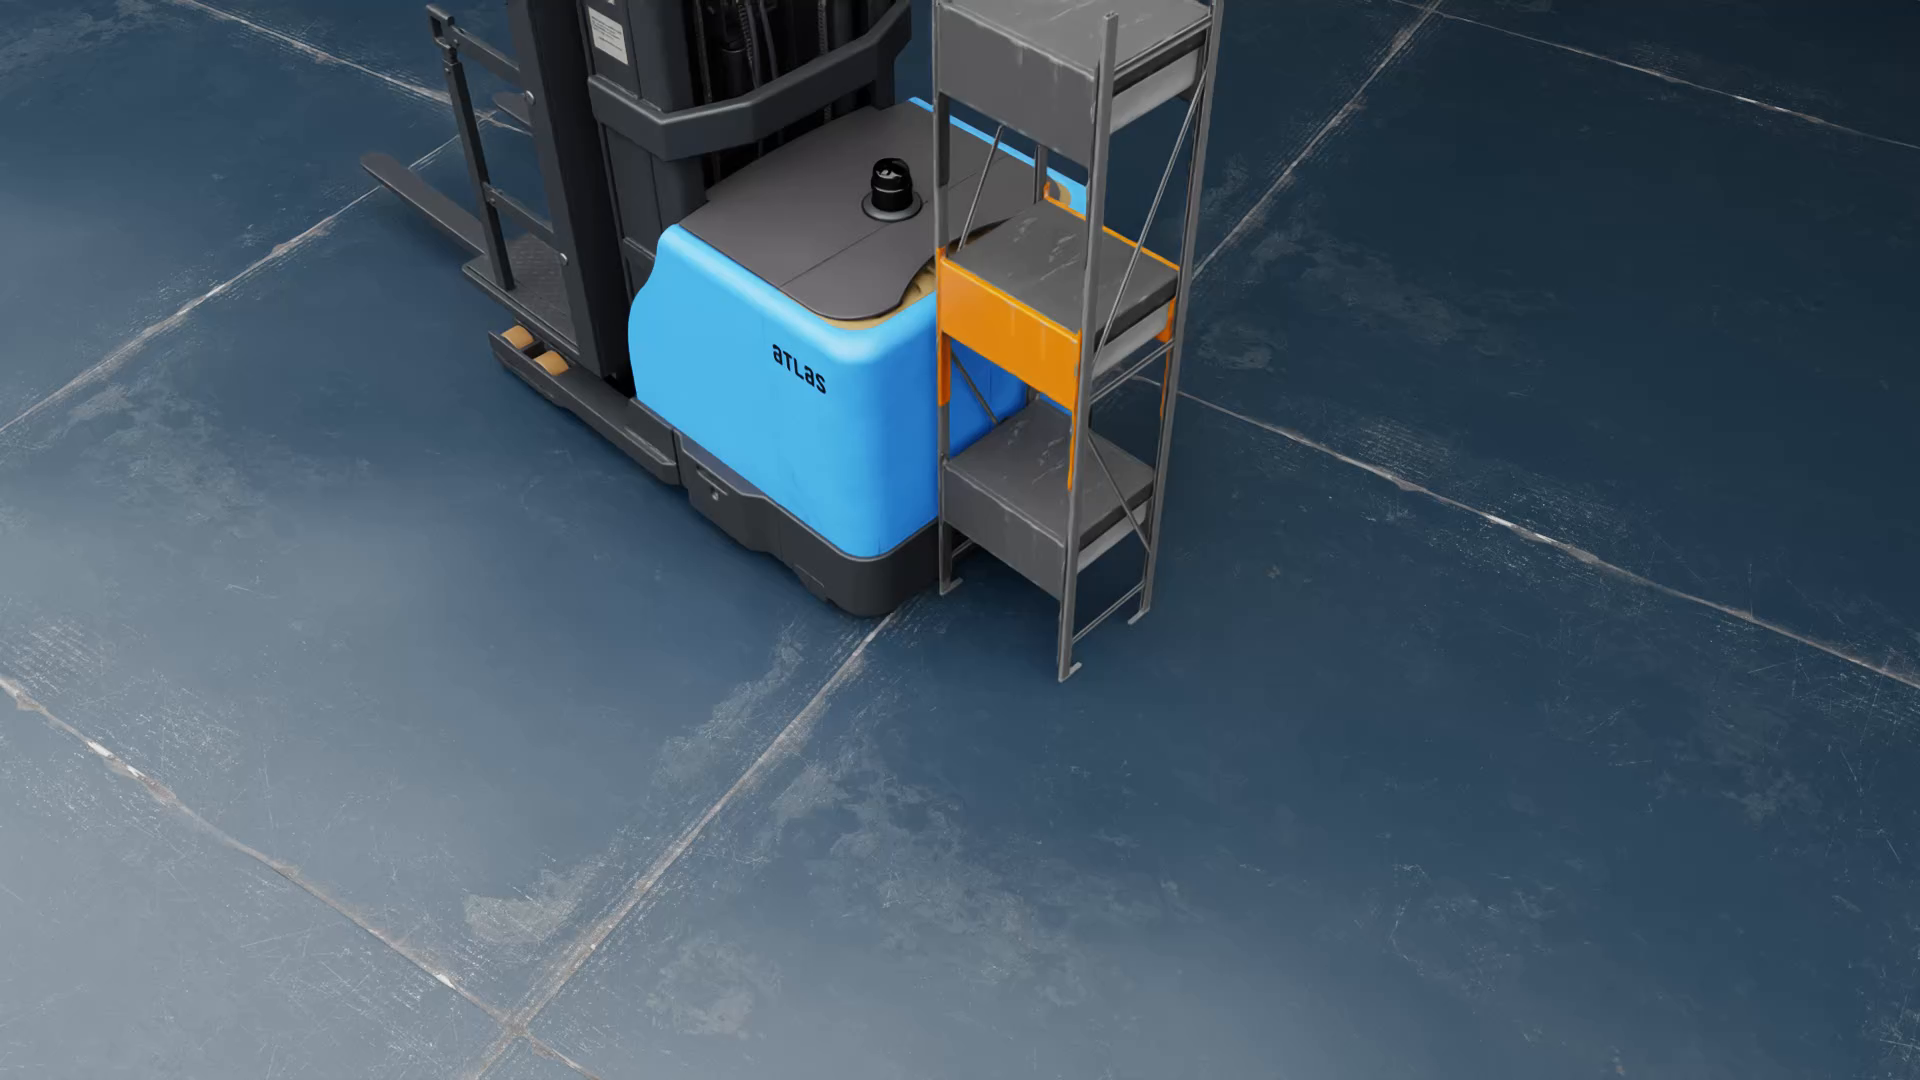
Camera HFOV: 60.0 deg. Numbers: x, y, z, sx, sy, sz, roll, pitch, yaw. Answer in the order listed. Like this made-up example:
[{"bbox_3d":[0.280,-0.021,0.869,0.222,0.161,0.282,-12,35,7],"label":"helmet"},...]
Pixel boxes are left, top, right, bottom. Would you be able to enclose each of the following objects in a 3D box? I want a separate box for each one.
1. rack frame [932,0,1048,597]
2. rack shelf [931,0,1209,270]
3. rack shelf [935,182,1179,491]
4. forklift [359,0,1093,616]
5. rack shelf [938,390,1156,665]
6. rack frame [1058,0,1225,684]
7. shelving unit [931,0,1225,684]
[{"bbox_3d":[0.082,-0.664,4.431,0.015,2.100,0.400,35,55,29],"label":"rack frame"},{"bbox_3d":[0.256,-1.020,3.820,0.480,0.518,0.431,35,55,29],"label":"rack shelf"},{"bbox_3d":[0.256,-0.532,4.322,0.480,0.518,0.431,35,55,29],"label":"rack shelf"},{"bbox_3d":[-0.985,-1.740,4.898,3.031,2.935,1.130,35,55,29],"label":"forklift"},{"bbox_3d":[0.256,-0.044,4.824,0.480,0.518,0.431,35,55,29],"label":"rack shelf"},{"bbox_3d":[0.431,-0.419,4.193,0.015,2.100,0.400,35,55,29],"label":"rack frame"},{"bbox_3d":[0.256,-0.542,4.312,0.503,2.100,0.431,35,55,29],"label":"shelving unit"}]
